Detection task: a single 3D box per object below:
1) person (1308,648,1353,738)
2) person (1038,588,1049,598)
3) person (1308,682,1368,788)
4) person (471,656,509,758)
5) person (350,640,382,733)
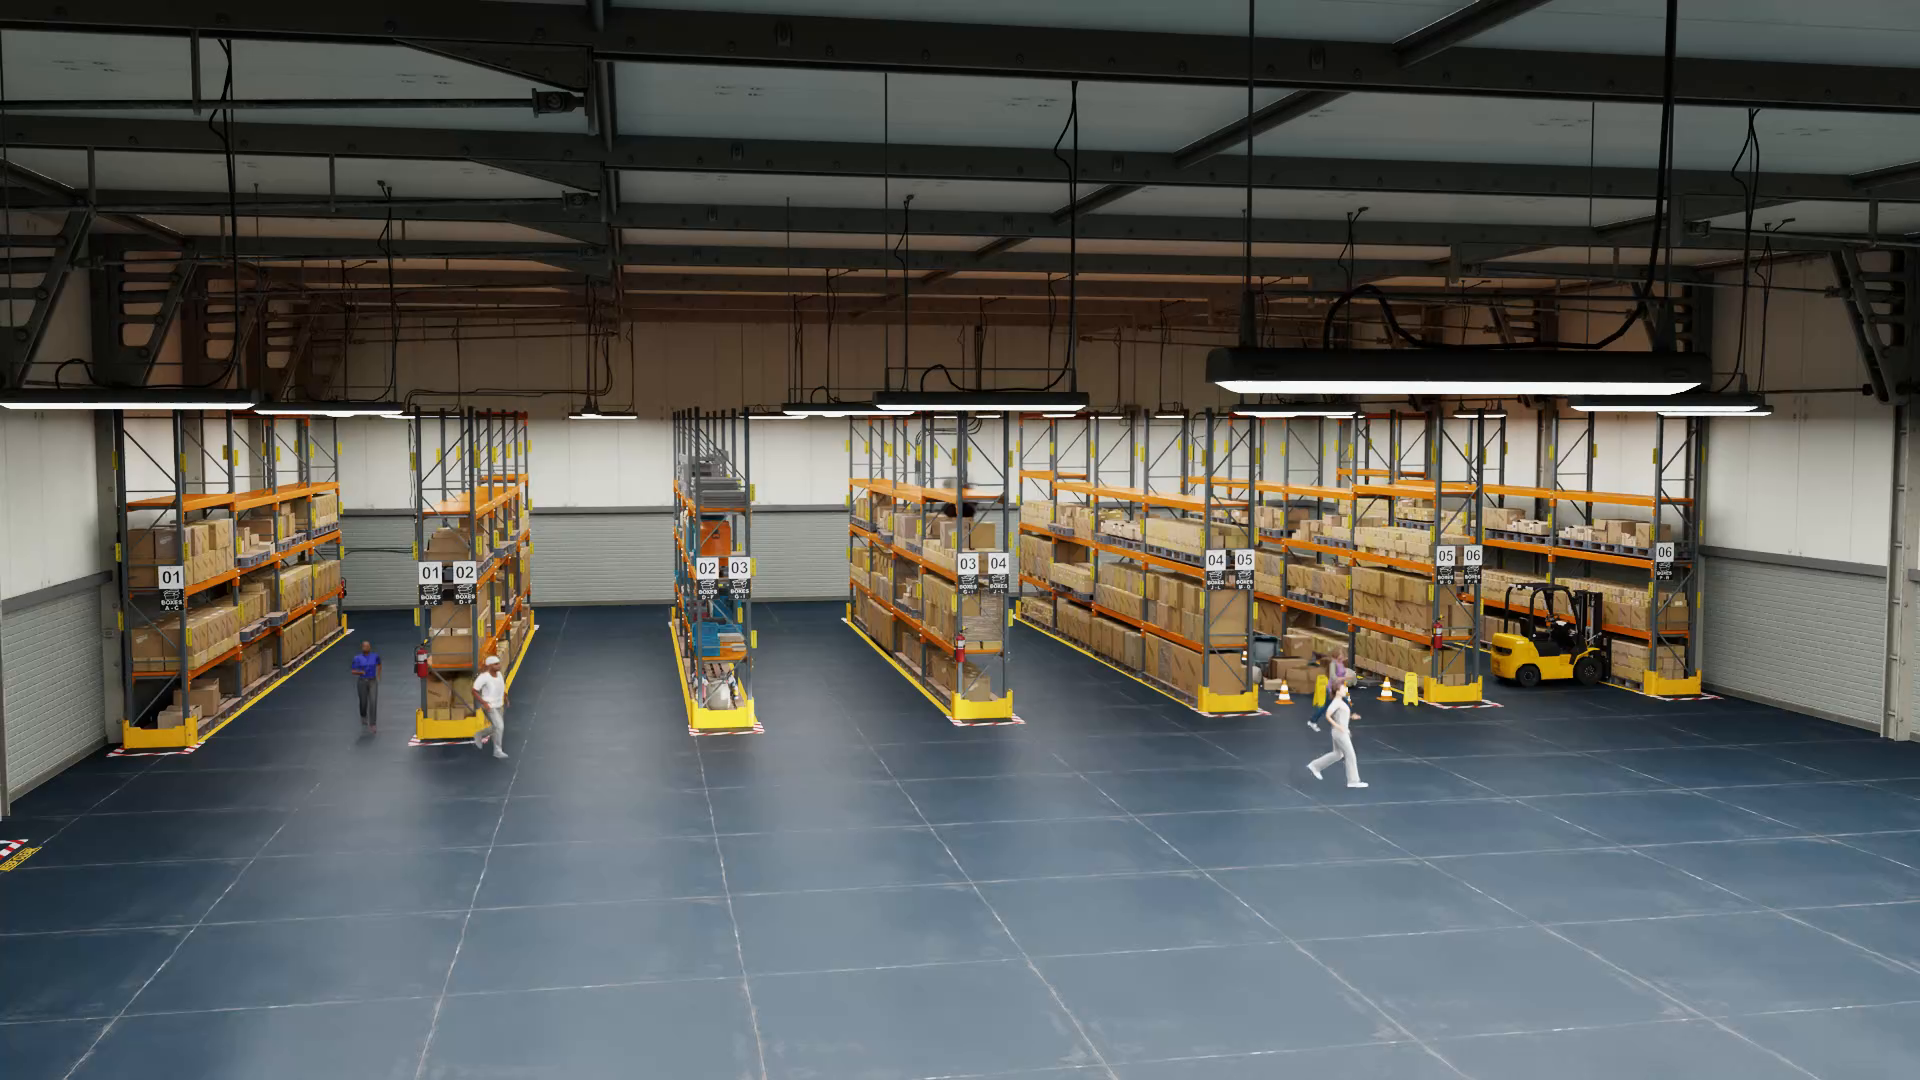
[{"bbox_3d":[6.798,2.767,30.343,0.847,1.632,0.547,3,5,39],"label":"person"},{"bbox_3d":[2.571,1.307,49.921,0.836,1.773,0.700,3,5,35],"label":"person"},{"bbox_3d":[5.914,3.033,26.009,0.929,1.645,0.574,1,4,15],"label":"person"},{"bbox_3d":[-8.060,2.840,28.447,0.785,1.734,0.693,2,4,21],"label":"person"},{"bbox_3d":[-10.977,2.693,30.793,0.576,1.652,0.921,-2,4,-25],"label":"person"}]
